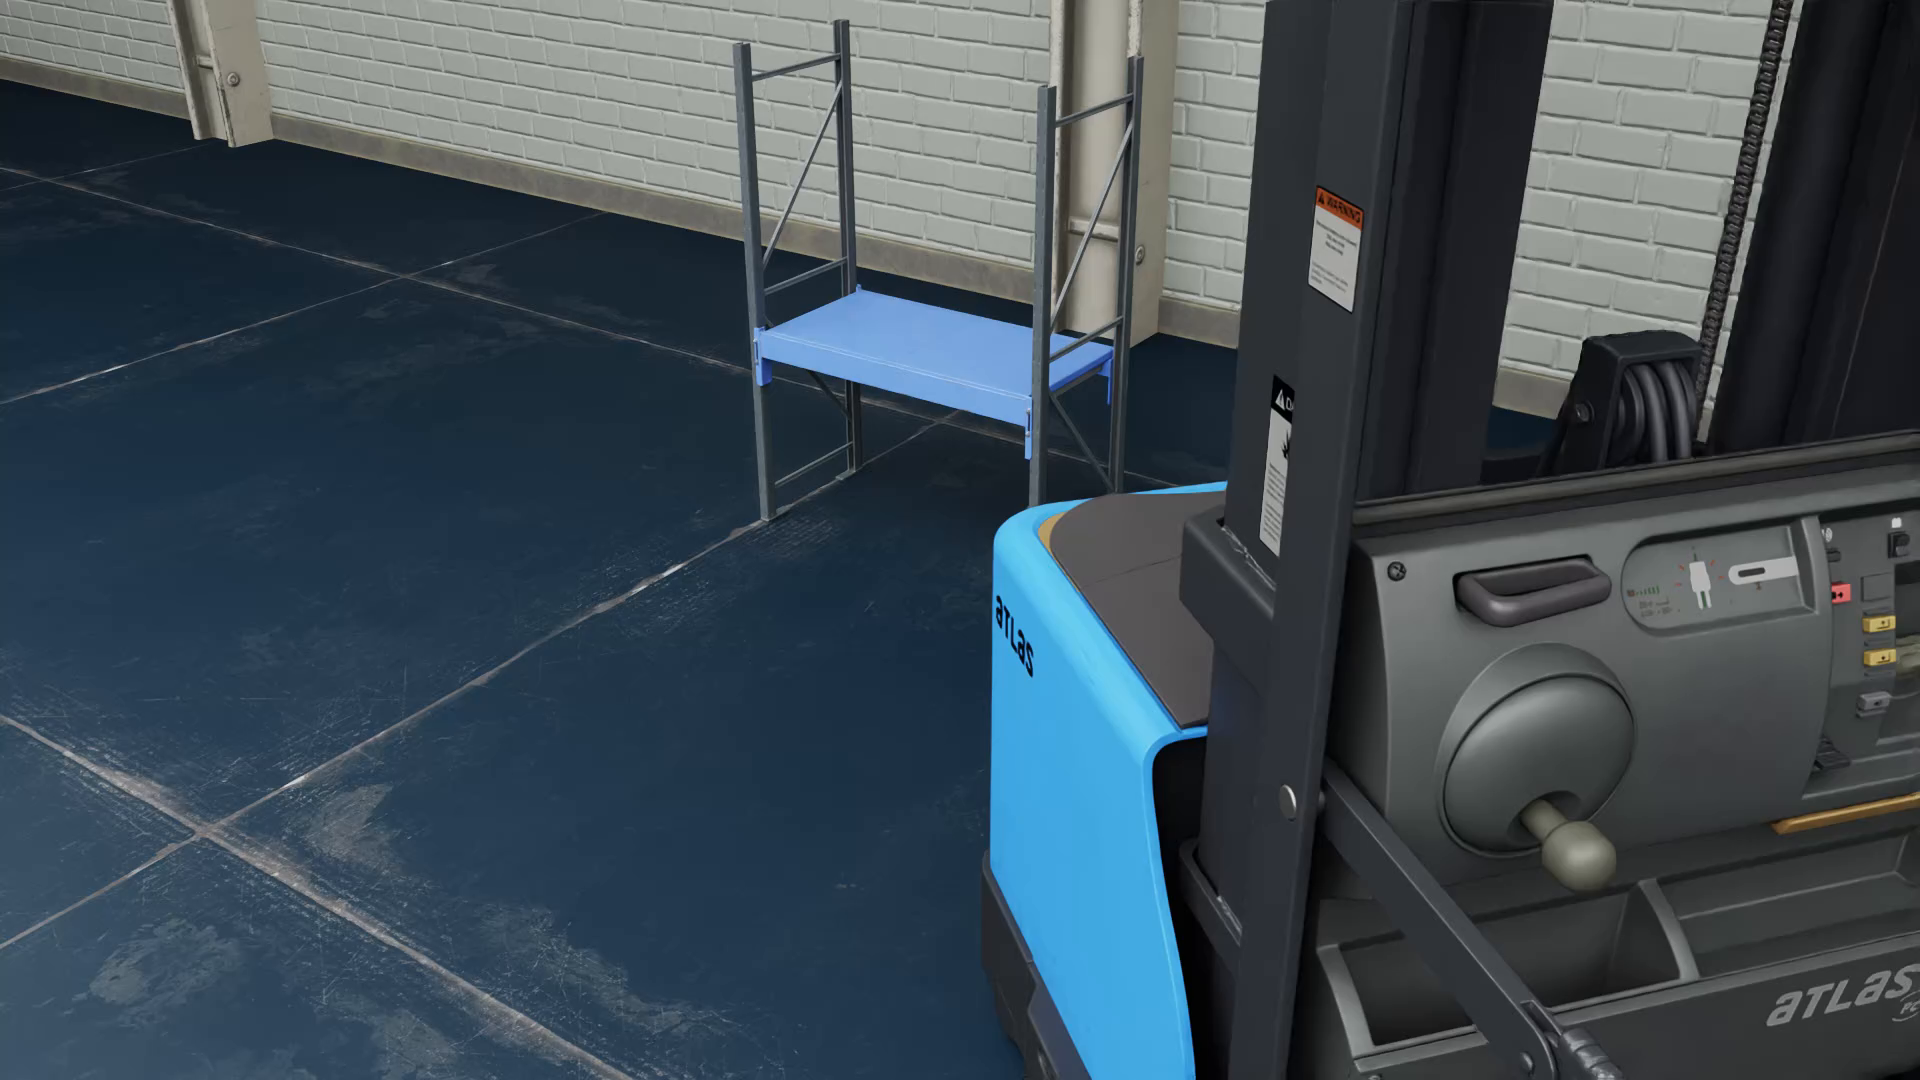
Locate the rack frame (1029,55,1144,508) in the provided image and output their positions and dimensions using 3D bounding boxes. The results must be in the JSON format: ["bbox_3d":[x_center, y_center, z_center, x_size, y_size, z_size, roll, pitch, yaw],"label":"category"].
[{"bbox_3d":[0.349,-0.560,4.696,0.032,1.500,0.500,17,32,30],"label":"rack frame"}]

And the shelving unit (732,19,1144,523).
[{"bbox_3d":[-0.070,-0.690,4.953,1.048,1.500,0.538,17,32,30],"label":"shelving unit"}]

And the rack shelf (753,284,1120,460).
[{"bbox_3d":[-0.070,-0.530,5.034,1.000,0.185,0.538,17,32,30],"label":"rack shelf"}]

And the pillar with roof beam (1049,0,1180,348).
[{"bbox_3d":[-1.843,-3.279,1.771,0.400,9.000,9.100,17,32,30],"label":"pillar with roof beam"}]

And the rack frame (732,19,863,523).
[{"bbox_3d":[-0.489,-0.821,5.209,0.032,1.500,0.500,17,32,30],"label":"rack frame"}]

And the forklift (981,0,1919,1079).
[{"bbox_3d":[0.942,0.174,1.676,1.130,2.935,3.031,-7,28,-14],"label":"forklift"}]

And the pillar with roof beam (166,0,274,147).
[{"bbox_3d":[-6.788,-4.819,4.798,0.400,9.000,9.100,17,32,30],"label":"pillar with roof beam"}]
